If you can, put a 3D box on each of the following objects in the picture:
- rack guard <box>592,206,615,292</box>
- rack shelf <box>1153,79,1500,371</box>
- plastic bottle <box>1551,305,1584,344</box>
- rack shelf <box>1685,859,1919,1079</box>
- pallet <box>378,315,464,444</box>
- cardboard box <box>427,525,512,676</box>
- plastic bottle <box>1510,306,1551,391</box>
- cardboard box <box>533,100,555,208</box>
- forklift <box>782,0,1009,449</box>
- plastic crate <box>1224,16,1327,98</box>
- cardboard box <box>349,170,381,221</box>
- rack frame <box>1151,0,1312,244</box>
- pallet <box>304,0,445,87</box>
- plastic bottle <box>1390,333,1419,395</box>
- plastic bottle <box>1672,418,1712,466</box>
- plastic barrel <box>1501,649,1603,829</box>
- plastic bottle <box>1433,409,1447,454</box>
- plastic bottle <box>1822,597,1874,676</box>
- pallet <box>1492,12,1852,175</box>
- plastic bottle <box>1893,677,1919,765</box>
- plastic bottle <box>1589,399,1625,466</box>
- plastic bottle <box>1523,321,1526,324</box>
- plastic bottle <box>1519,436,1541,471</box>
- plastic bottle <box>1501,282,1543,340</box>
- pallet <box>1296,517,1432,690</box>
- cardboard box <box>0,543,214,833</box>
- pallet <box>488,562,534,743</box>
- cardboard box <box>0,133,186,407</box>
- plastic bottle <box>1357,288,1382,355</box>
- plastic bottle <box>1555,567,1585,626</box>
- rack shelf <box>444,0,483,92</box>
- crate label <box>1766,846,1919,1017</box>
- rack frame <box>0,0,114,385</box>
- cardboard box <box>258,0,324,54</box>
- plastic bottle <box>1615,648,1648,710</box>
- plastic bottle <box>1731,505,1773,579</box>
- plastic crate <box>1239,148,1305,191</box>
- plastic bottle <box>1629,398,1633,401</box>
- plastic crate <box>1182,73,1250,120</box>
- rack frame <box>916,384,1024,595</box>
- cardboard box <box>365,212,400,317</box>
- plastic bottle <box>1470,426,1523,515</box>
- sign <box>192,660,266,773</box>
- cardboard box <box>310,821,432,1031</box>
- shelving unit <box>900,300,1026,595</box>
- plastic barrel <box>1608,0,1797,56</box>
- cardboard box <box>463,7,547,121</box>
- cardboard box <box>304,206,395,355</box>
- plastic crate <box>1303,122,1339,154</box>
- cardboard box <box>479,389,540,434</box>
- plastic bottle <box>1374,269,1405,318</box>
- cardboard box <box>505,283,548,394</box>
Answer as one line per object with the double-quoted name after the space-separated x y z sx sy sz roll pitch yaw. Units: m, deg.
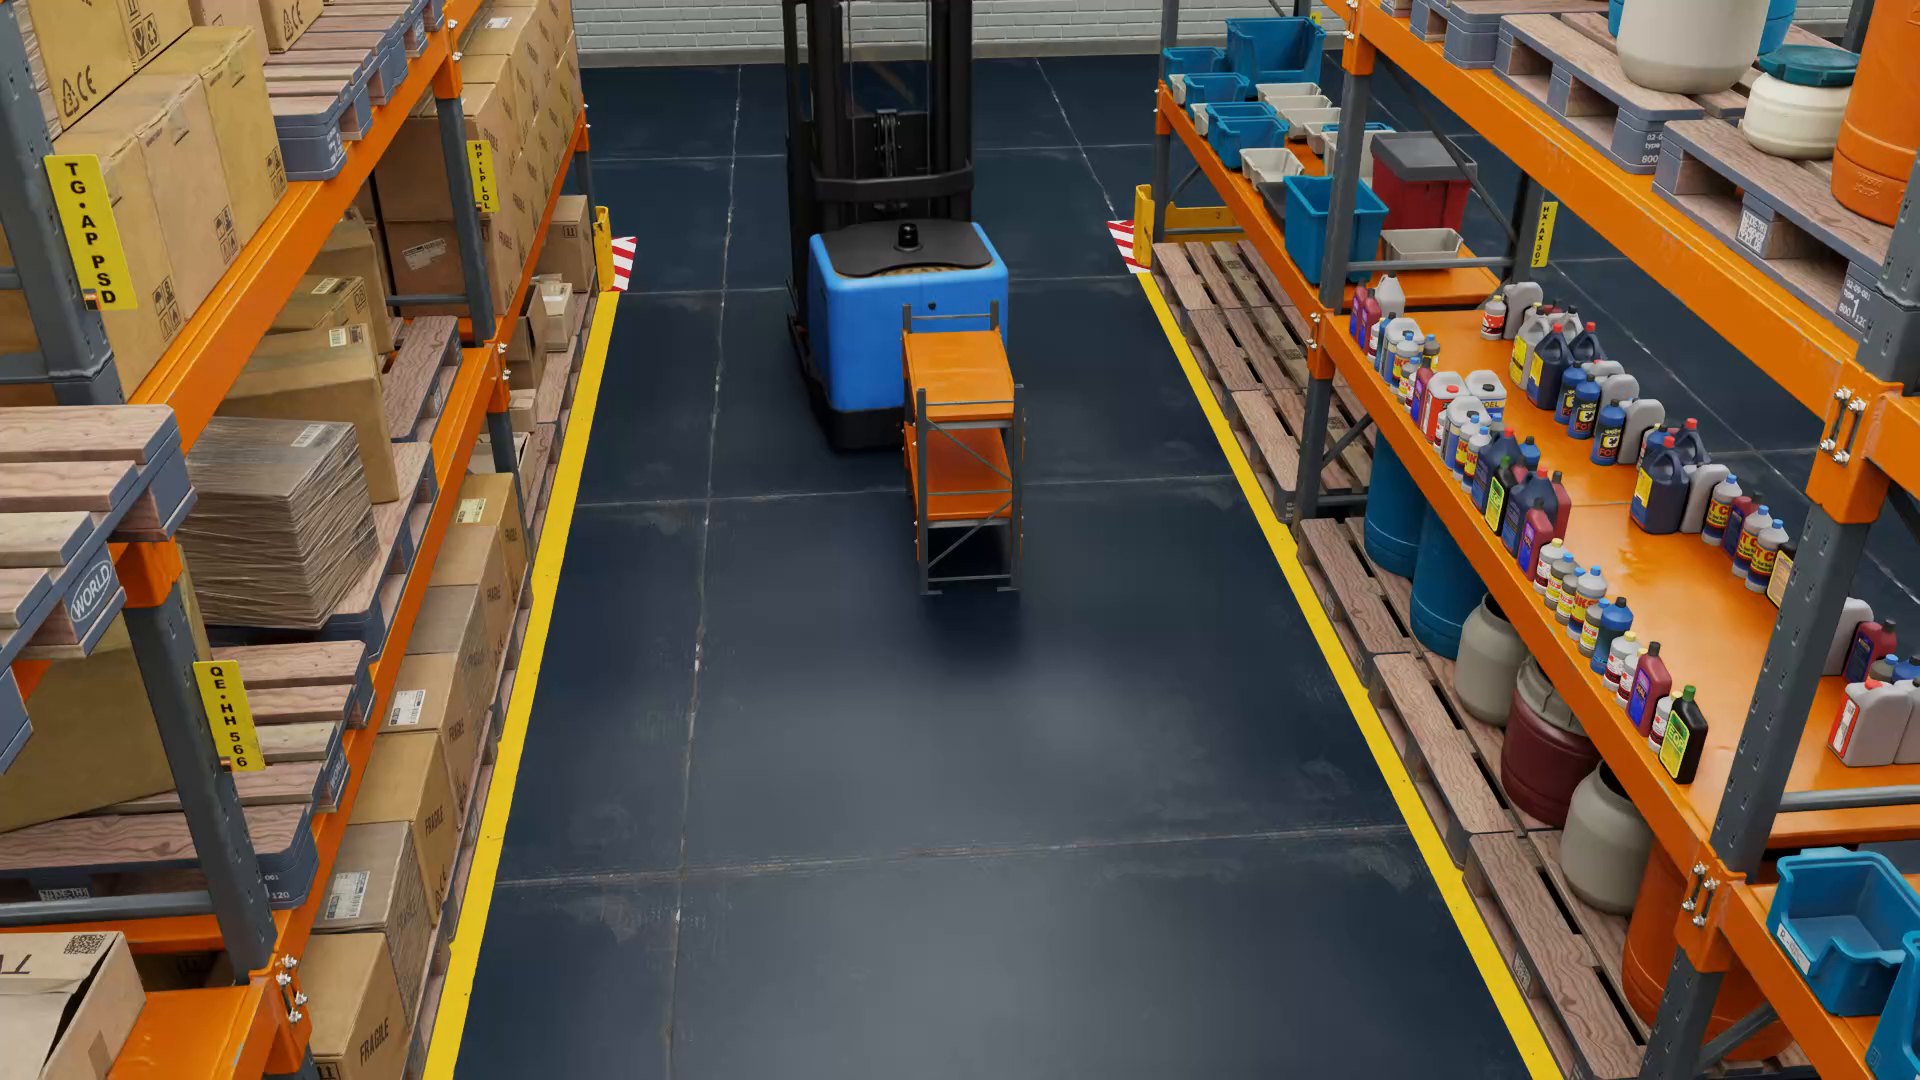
-3.042 -2.022 11.648 1.175 0.500 0.348 -3 31 -5 "rack guard"
2.070 -2.039 9.941 1.077 0.370 4.000 -3 31 -5 "rack shelf"
2.669 -0.852 7.300 0.144 0.351 0.185 -3 31 -5 "plastic bottle"
2.817 2.045 3.103 1.077 0.370 4.000 -3 31 -5 "rack shelf"
-2.709 -0.596 7.010 1.003 0.211 1.213 -3 31 -5 "pallet"
-2.306 0.284 7.359 0.500 0.500 0.500 -3 31 -4 "cardboard box"
2.525 -0.845 7.288 0.144 0.351 0.185 -3 31 -5 "plastic bottle"
-2.596 -2.184 9.384 0.500 0.500 0.500 -3 31 -5 "cardboard box"
-0.523 -2.519 10.108 1.130 2.935 3.031 -6 31 -10 "forklift"
2.100 -3.248 11.170 0.616 0.435 0.499 -3 31 -5 "plastic crate"
-2.980 -1.810 7.782 0.500 0.500 0.500 -3 31 -4 "cardboard box"
1.883 -3.369 11.466 1.000 3.000 0.127 -3 31 -5 "rack frame"
-2.684 -1.963 6.369 1.213 0.211 1.003 -3 31 -5 "pallet"
1.939 -0.770 7.239 0.097 0.271 0.097 0 31 0 "plastic bottle"
2.771 -0.290 6.358 0.144 0.351 0.185 -3 31 -5 "plastic bottle"
2.462 0.744 6.521 0.600 0.588 0.708 -3 31 -5 "plastic barrel"
1.991 -0.454 6.779 0.097 0.201 0.097 0 31 0 "plastic bottle"
2.869 0.296 5.451 0.152 0.276 0.135 -3 31 -5 "plastic bottle"
2.536 -1.559 5.695 1.003 0.211 1.213 -3 31 -5 "pallet"
2.912 0.532 5.055 0.152 0.276 0.135 -3 31 -5 "plastic bottle"
2.609 -0.440 6.686 0.097 0.271 0.097 0 31 0 "plastic bottle"
2.606 -0.927 7.571 0.097 0.201 0.097 0 31 0 "plastic bottle"
2.174 -0.273 6.408 0.097 0.271 0.097 0 31 0 "plastic bottle"
2.616 -1.088 7.768 0.152 0.276 0.135 -3 31 -5 "plastic bottle"
2.287 0.266 8.099 1.003 0.211 1.213 -3 31 -5 "pallet"
-2.473 0.411 4.630 0.700 0.500 0.500 -13 33 -21 "cardboard box"
-2.562 0.519 7.676 1.003 0.211 1.213 -3 31 -5 "pallet"
-2.376 -0.601 3.809 0.910 0.500 0.500 -3 31 -5 "cardboard box"
1.879 -1.001 7.615 0.061 0.283 0.133 -3 31 -5 "plastic bottle"
2.108 0.188 5.704 0.097 0.201 0.097 0 31 0 "plastic bottle"
-2.862 -3.092 8.777 1.077 0.370 4.000 -3 31 -5 "rack shelf"
2.297 1.020 4.281 0.303 0.233 0.416 -3 31 -5 "crate label"
-2.301 -1.625 2.695 1.000 3.000 0.127 -3 31 -5 "rack frame"
-2.616 -2.045 5.719 0.600 0.600 0.600 -3 31 -5 "cardboard box"
2.154 0.437 5.288 0.097 0.201 0.097 0 31 0 "plastic bottle"
2.842 0.002 5.948 0.097 0.271 0.097 0 31 0 "plastic bottle"
1.795 -2.114 9.563 0.293 0.136 0.466 -3 31 -5 "plastic crate"
2.747 -0.486 6.831 0.097 0.201 0.097 0 31 0 "plastic bottle"
1.640 -2.845 10.693 0.416 0.233 0.300 -3 31 -5 "plastic crate"
0.047 -0.227 8.033 0.500 1.125 0.032 -3 31 -5 "rack frame"
-2.977 -1.378 8.034 0.500 0.500 0.500 -2 31 -4 "cardboard box"
2.058 -0.279 6.340 0.144 0.351 0.185 -3 31 -5 "plastic bottle"
-1.749 0.425 3.984 0.100 0.325 0.005 -3 31 -5 "sign"
-2.114 1.322 5.621 0.500 0.500 0.500 -4 31 -6 "cardboard box"
-0.001 -0.486 8.467 0.538 1.125 1.048 -3 31 -5 "shelving unit"
2.569 -2.146 5.595 0.600 0.901 0.708 -3 31 -5 "plastic barrel"
-2.584 -2.608 9.118 0.500 0.500 0.500 -2 31 -3 "cardboard box"
-2.854 -1.062 7.096 0.700 0.500 0.500 -13 33 -21 "cardboard box"
2.249 -2.434 10.099 0.298 0.136 0.250 -3 31 -5 "plastic crate"
-2.590 -0.730 9.381 0.380 0.166 0.250 -3 31 -5 "cardboard box"
1.971 -1.090 7.698 0.144 0.351 0.185 -3 31 -5 "plastic bottle"
-2.856 -1.168 9.785 0.797 0.503 0.637 -3 31 -5 "cardboard box"
